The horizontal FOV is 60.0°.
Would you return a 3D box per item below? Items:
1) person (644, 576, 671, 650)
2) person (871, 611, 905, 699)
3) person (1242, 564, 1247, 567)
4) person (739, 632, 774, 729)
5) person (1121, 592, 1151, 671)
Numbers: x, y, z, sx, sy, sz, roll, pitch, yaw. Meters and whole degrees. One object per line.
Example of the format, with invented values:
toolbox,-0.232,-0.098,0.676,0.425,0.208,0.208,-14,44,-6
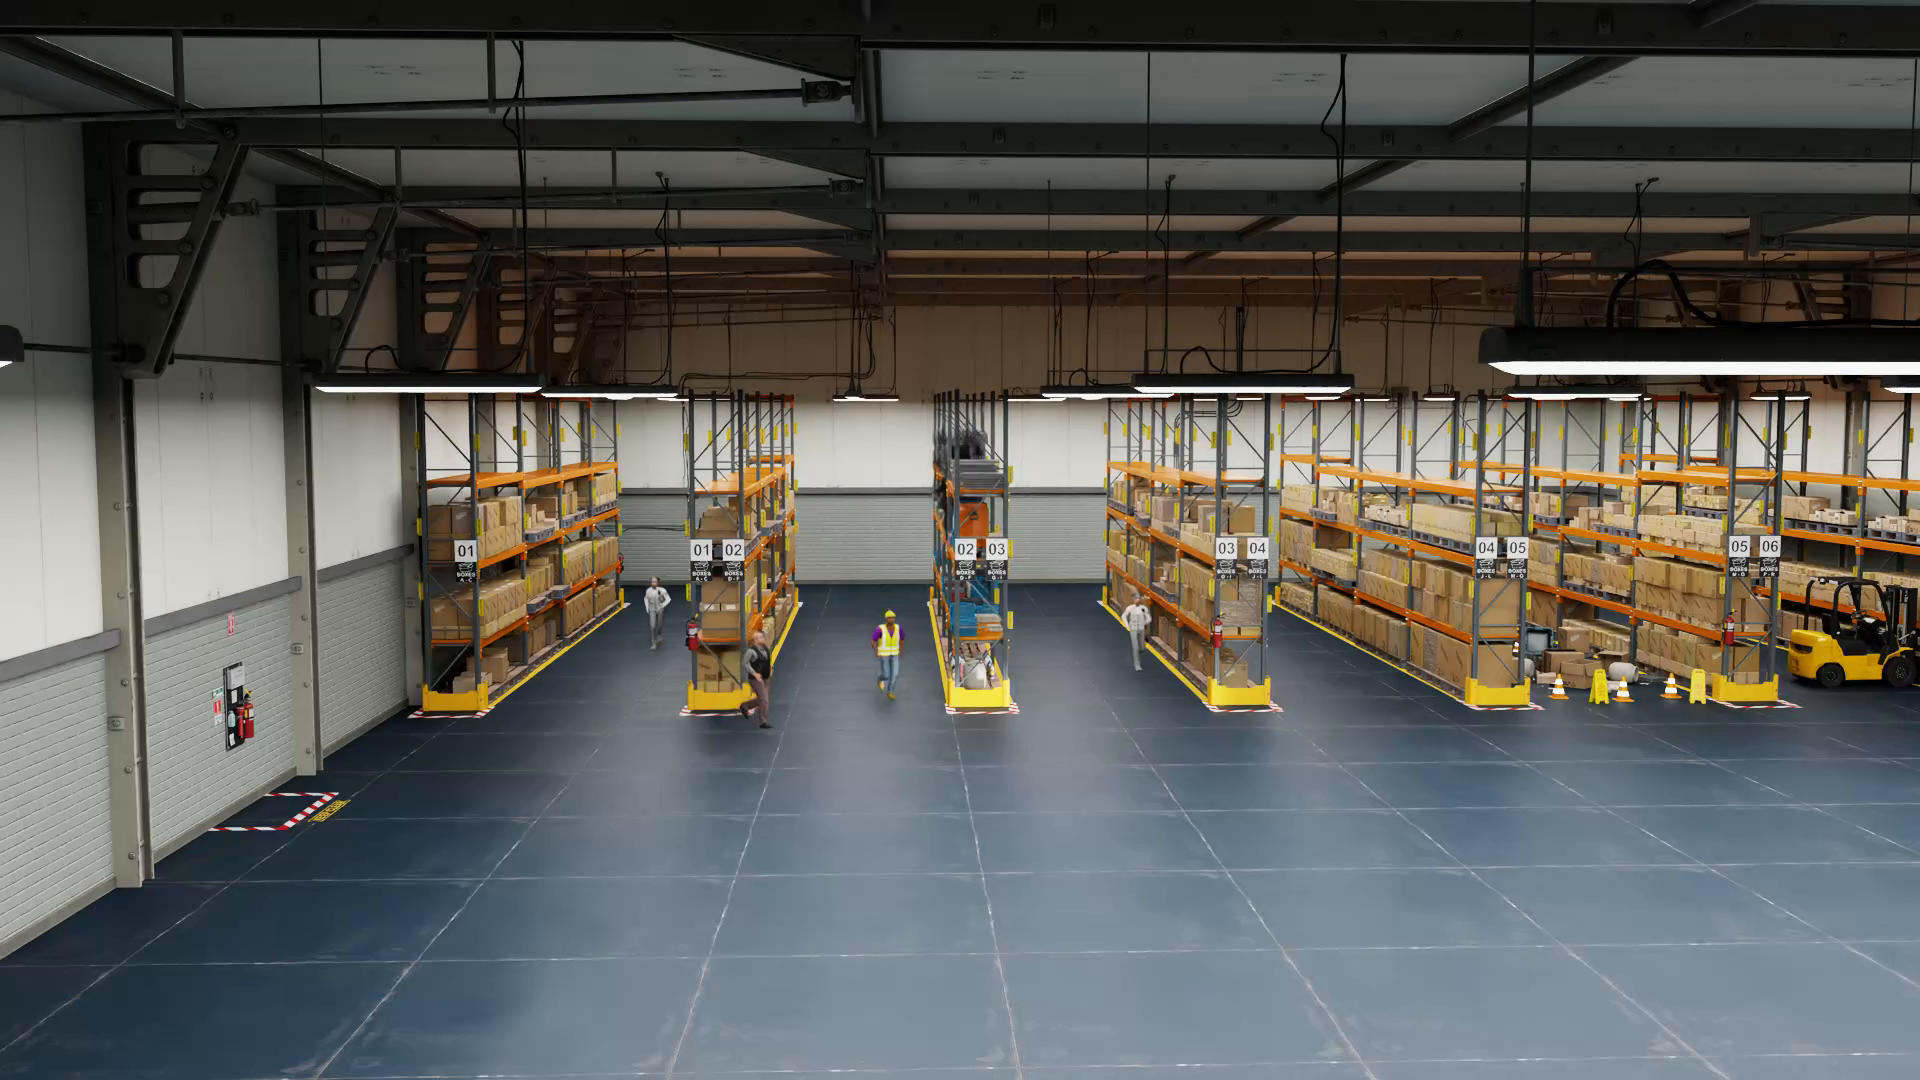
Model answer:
person,-7.130,1.698,39.209,0.635,1.729,0.747,0,5,1
person,-1.393,2.221,32.454,0.697,1.697,0.616,-2,5,-20
person,7.993,1.093,46.741,0.731,1.704,0.921,1,5,12
person,-3.615,2.469,29.455,0.754,1.707,0.660,3,5,29
person,3.827,1.951,36.002,0.626,1.665,0.823,-1,5,-7
